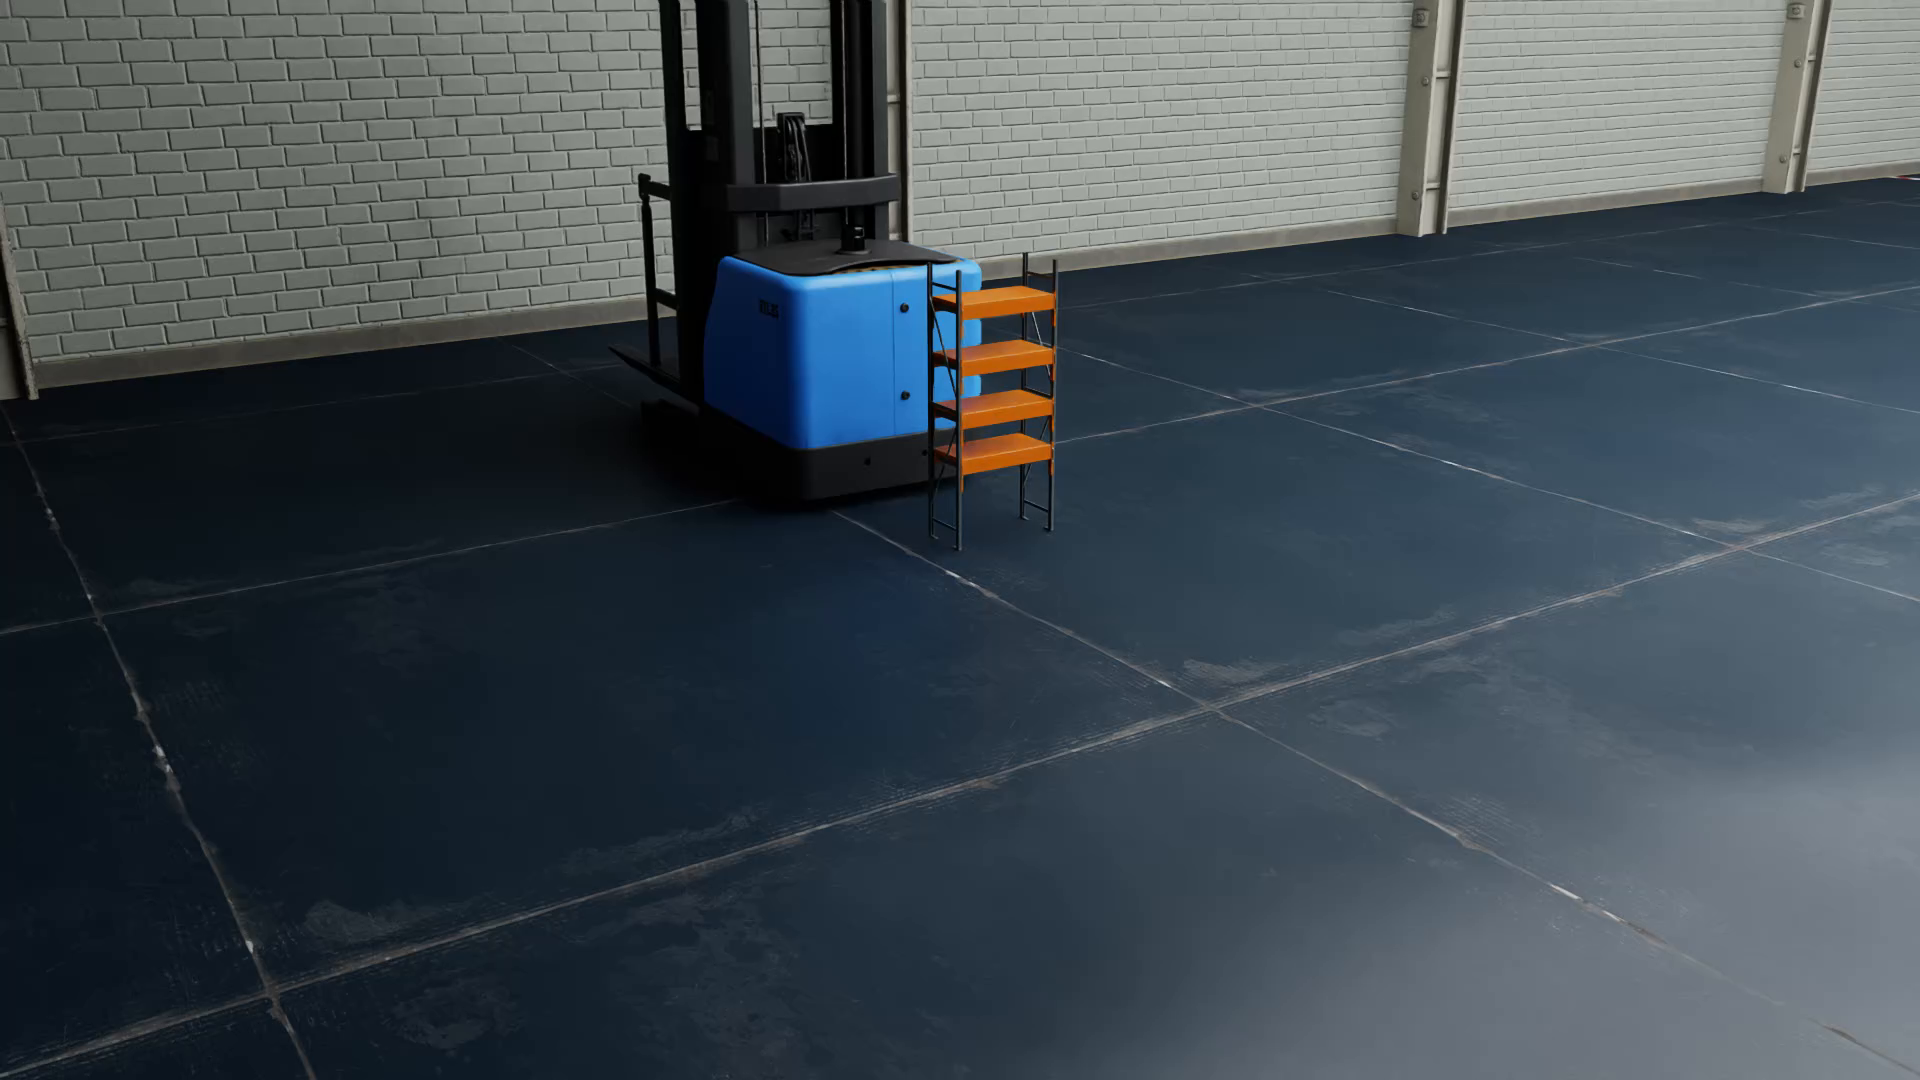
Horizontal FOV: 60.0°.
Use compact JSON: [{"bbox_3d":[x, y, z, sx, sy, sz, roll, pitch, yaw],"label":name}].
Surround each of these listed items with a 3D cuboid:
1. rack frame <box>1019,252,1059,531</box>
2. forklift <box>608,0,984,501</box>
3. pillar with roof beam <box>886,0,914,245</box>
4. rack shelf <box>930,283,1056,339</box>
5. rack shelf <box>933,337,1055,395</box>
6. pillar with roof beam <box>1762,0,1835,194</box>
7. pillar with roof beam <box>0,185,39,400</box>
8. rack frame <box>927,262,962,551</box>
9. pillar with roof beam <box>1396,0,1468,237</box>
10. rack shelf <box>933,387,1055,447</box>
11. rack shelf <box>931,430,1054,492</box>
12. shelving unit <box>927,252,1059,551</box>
[{"bbox_3d":[0.342,-0.641,7.266,0.015,1.200,0.240,-12,22,-31],"label":"rack frame"},{"bbox_3d":[-1.065,-1.989,8.551,1.130,2.935,3.031,-11,21,-29],"label":"forklift"},{"bbox_3d":[1.770,-4.996,7.973,0.400,9.000,9.100,-12,22,-31],"label":"pillar with roof beam"},{"bbox_3d":[0.138,-0.970,7.013,0.480,0.148,0.258,-12,22,-31],"label":"rack shelf"},{"bbox_3d":[0.138,-0.746,7.089,0.480,0.148,0.258,-12,22,-31],"label":"rack shelf"},{"bbox_3d":[11.792,-7.110,14.225,0.400,9.000,9.100,-12,22,-31],"label":"pillar with roof beam"},{"bbox_3d":[-3.241,-3.939,4.847,0.400,9.000,9.100,-12,22,-31],"label":"pillar with roof beam"},{"bbox_3d":[-0.066,-0.555,7.012,0.015,1.200,0.240,-12,22,-31],"label":"rack frame"},{"bbox_3d":[6.781,-6.053,11.099,0.400,9.000,9.100,-12,22,-31],"label":"pillar with roof beam"},{"bbox_3d":[0.138,-0.534,7.160,0.480,0.148,0.258,-12,22,-31],"label":"rack shelf"},{"bbox_3d":[0.138,-0.346,7.224,0.480,0.148,0.258,-12,22,-31],"label":"rack shelf"},{"bbox_3d":[0.138,-0.598,7.139,0.503,1.200,0.258,-12,22,-31],"label":"shelving unit"}]
